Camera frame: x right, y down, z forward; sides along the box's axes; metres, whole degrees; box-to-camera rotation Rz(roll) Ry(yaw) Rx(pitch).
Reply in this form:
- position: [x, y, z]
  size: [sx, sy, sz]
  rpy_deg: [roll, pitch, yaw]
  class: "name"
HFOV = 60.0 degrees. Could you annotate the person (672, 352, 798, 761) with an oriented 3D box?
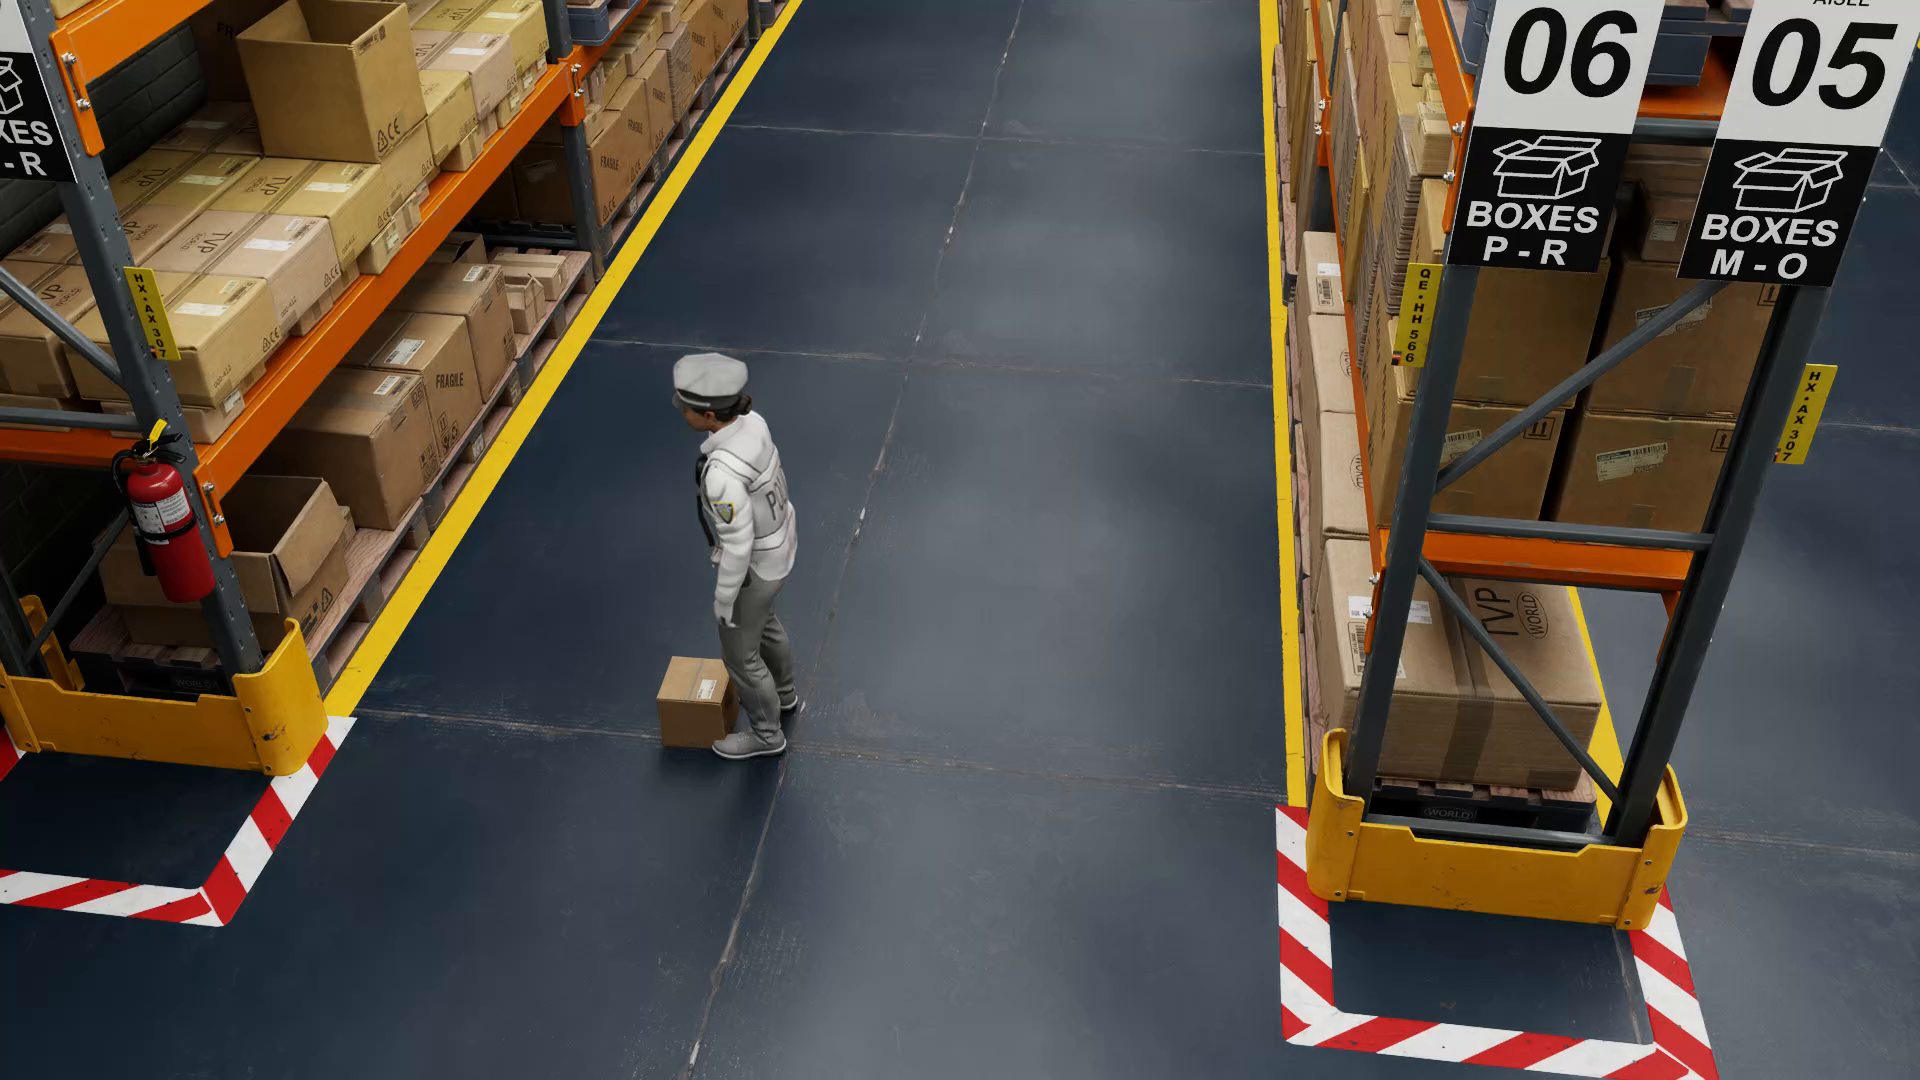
- position: [-0.782, 0.083, 6.033]
  size: [0.377, 1.663, 0.539]
  rpy_deg: [4, 36, 5]
  class: "person"
